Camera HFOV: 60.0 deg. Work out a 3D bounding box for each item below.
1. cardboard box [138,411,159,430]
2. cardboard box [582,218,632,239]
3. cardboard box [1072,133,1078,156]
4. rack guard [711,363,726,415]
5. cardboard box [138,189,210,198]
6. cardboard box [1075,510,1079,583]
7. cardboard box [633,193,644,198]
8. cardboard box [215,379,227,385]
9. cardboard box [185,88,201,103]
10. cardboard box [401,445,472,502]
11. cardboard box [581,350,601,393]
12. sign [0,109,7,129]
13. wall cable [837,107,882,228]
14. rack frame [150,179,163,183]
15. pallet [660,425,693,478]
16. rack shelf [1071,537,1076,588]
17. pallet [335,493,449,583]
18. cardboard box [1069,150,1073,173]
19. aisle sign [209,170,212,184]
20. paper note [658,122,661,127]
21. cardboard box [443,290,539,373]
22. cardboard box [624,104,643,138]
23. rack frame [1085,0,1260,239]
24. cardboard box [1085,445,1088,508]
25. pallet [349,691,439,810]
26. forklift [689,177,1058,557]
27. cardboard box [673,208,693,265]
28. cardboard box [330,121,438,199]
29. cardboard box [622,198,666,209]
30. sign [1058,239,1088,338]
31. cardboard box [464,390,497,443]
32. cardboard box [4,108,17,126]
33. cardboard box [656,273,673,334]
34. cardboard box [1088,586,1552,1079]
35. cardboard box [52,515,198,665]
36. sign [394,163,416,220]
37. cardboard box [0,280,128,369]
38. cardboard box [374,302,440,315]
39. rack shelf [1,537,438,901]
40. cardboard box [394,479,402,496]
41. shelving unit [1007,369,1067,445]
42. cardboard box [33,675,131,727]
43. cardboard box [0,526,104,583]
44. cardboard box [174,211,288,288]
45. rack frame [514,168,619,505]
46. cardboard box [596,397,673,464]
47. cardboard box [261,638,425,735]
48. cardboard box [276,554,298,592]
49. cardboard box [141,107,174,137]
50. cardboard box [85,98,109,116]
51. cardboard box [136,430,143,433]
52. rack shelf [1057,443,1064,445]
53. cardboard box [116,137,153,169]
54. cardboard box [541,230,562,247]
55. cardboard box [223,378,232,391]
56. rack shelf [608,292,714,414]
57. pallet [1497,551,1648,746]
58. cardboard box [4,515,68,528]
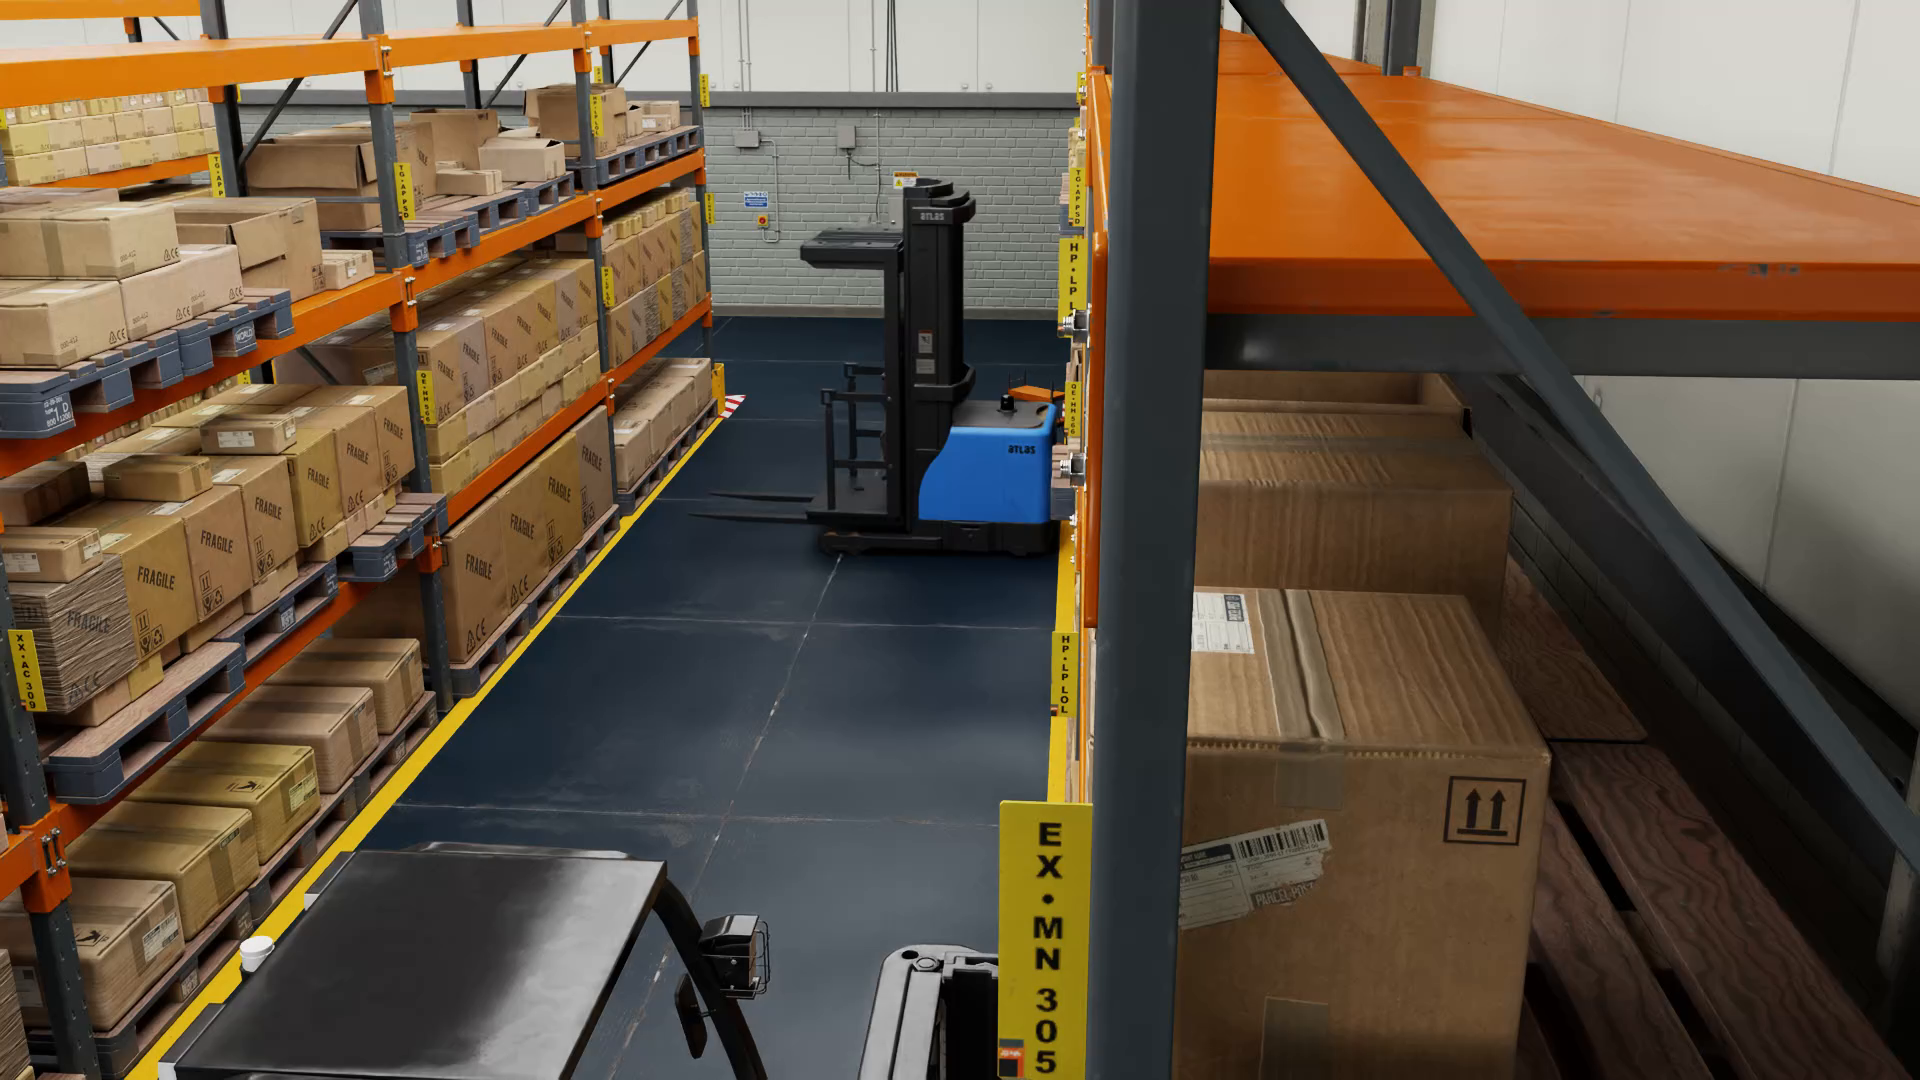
[{"bbox_3d":[-8.003,-1.167,16.093,0.380,0.149,0.250,1,18,3],"label":"cardboard box"},{"bbox_3d":[-3.122,-2.753,14.698,0.380,0.149,0.250,1,18,4],"label":"cardboard box"},{"bbox_3d":[1.023,-2.933,12.330,0.380,0.149,0.250,1,18,3],"label":"cardboard box"},{"bbox_3d":[-3.172,-1.655,18.172,1.175,0.500,0.348,1,18,4],"label":"rack guard"},{"bbox_3d":[-7.940,-3.274,16.853,0.500,0.500,0.500,1,18,2],"label":"cardboard box"},{"bbox_3d":[0.836,0.042,8.415,0.500,0.250,0.500,1,18,3],"label":"cardboard box"},{"bbox_3d":[-3.423,-3.479,16.917,0.380,0.149,0.250,2,18,5],"label":"cardboard box"},{"bbox_3d":[-7.871,-1.712,17.280,0.380,0.149,0.250,1,18,3],"label":"cardboard box"},{"bbox_3d":[-7.943,-4.511,16.854,0.380,0.149,0.250,2,18,5],"label":"cardboard box"},{"bbox_3d":[-3.461,-0.426,10.647,0.500,0.250,0.500,1,18,3],"label":"cardboard box"},{"bbox_3d":[-3.241,-1.377,13.549,0.500,0.250,0.500,1,18,3],"label":"cardboard box"},{"bbox_3d":[-7.851,-3.519,13.566,0.100,0.325,0.005,1,18,4],"label":"sign"},{"bbox_3d":[-1.378,-5.042,22.862,0.588,1.984,0.122,1,18,4],"label":"wall cable"},{"bbox_3d":[-8.119,-2.915,18.001,1.000,3.000,0.127,1,18,4],"label":"rack frame"},{"bbox_3d":[-3.243,-0.883,16.277,1.003,0.211,1.213,1,18,4],"label":"pallet"},{"bbox_3d":[1.060,0.722,8.059,1.077,0.370,4.000,1,18,4],"label":"rack shelf"},{"bbox_3d":[-3.692,-0.036,9.524,1.213,0.211,1.003,1,18,4],"label":"pallet"},{"bbox_3d":[1.019,-2.873,12.626,0.380,0.149,0.250,1,18,5],"label":"cardboard box"},{"bbox_3d":[-7.814,-4.166,17.645,0.394,0.787,0.004,1,18,4],"label":"aisle sign"},{"bbox_3d":[-2.744,-3.797,15.196,0.006,0.032,0.123,1,18,4],"label":"paper note"},{"bbox_3d":[-3.350,-1.493,11.895,0.500,0.500,0.500,2,18,5],"label":"cardboard box"},{"bbox_3d":[-3.331,-4.002,15.810,0.500,0.311,0.500,2,18,5],"label":"cardboard box"},{"bbox_3d":[1.204,-3.092,8.908,1.000,3.000,0.127,1,18,4],"label":"rack frame"},{"bbox_3d":[0.527,-0.181,4.409,0.380,0.149,0.250,2,18,6],"label":"cardboard box"},{"bbox_3d":[-3.805,1.217,9.871,1.003,0.211,1.213,1,18,4],"label":"pallet"},{"bbox_3d":[-0.721,-1.442,13.616,3.031,2.935,1.130,2,18,7],"label":"forklift"},{"bbox_3d":[-2.979,-3.040,16.618,0.500,0.500,0.500,1,18,4],"label":"cardboard box"},{"bbox_3d":[-3.910,-2.577,11.319,0.500,0.500,0.500,1,18,4],"label":"cardboard box"},{"bbox_3d":[-3.077,-3.232,16.162,0.380,0.149,0.250,1,18,3],"label":"cardboard box"},{"bbox_3d":[0.375,-0.829,5.482,0.100,0.325,0.005,1,18,4],"label":"sign"},{"bbox_3d":[-3.427,-0.830,11.076,0.500,0.250,0.500,2,18,5],"label":"cardboard box"},{"bbox_3d":[-8.143,-3.539,13.885,0.380,0.149,0.250,1,18,3],"label":"cardboard box"},{"bbox_3d":[-3.047,-2.251,15.816,0.500,0.500,0.500,2,18,6],"label":"cardboard box"},{"bbox_3d":[0.419,0.380,2.132,0.500,0.500,0.500,2,18,6],"label":"cardboard box"},{"bbox_3d":[-3.679,0.208,7.158,0.500,0.500,0.500,1,18,4],"label":"cardboard box"},{"bbox_3d":[-3.206,-2.009,9.591,0.100,0.325,0.005,1,18,4],"label":"sign"},{"bbox_3d":[-3.592,-0.835,6.403,0.500,0.250,0.500,1,18,2],"label":"cardboard box"},{"bbox_3d":[-3.901,-1.354,11.471,0.500,0.500,0.500,1,18,4],"label":"cardboard box"},{"bbox_3d":[-3.891,0.612,8.393,1.077,0.370,4.000,1,18,4],"label":"rack shelf"},{"bbox_3d":[-3.536,-0.324,9.824,0.380,0.149,0.250,2,18,6],"label":"cardboard box"},{"bbox_3d":[0.679,-0.858,14.615,0.503,1.200,0.258,16,24,40],"label":"shelving unit"},{"bbox_3d":[-3.679,0.647,6.862,0.380,0.149,0.250,2,18,5],"label":"cardboard box"},{"bbox_3d":[-3.648,0.056,6.579,0.380,0.149,0.250,1,18,4],"label":"cardboard box"},{"bbox_3d":[-3.828,-1.351,8.246,0.797,0.503,0.637,1,18,4],"label":"cardboard box"},{"bbox_3d":[-3.461,-1.593,13.968,1.000,3.000,0.127,1,18,4],"label":"rack frame"},{"bbox_3d":[-3.245,-1.046,15.738,0.875,0.438,0.875,1,18,2],"label":"cardboard box"},{"bbox_3d":[-3.798,0.873,9.986,0.950,0.372,0.625,0,18,0],"label":"cardboard box"},{"bbox_3d":[-3.568,0.159,8.350,0.380,0.149,0.250,1,18,2],"label":"cardboard box"},{"bbox_3d":[-7.973,-4.040,16.056,0.500,0.250,0.500,2,18,5],"label":"cardboard box"},{"bbox_3d":[-8.001,-3.946,15.128,0.380,0.149,0.250,2,18,7],"label":"cardboard box"},{"bbox_3d":[-8.006,-1.027,16.144,0.380,0.149,0.250,1,18,2],"label":"cardboard box"},{"bbox_3d":[0.679,-0.794,14.636,0.480,0.148,0.258,16,24,40],"label":"rack shelf"},{"bbox_3d":[-7.984,-3.644,15.650,0.500,0.250,0.500,2,18,6],"label":"cardboard box"},{"bbox_3d":[-3.629,-2.606,14.252,0.380,0.149,0.250,2,18,5],"label":"cardboard box"},{"bbox_3d":[-7.944,-1.651,17.570,0.380,0.149,0.250,1,18,3],"label":"cardboard box"},{"bbox_3d":[-3.317,-1.873,15.976,1.077,0.370,4.000,1,18,4],"label":"rack shelf"},{"bbox_3d":[0.792,0.261,3.634,1.003,0.211,1.213,1,18,4],"label":"pallet"},{"bbox_3d":[-4.196,0.200,7.182,0.500,0.500,0.500,1,18,4],"label":"cardboard box"}]
